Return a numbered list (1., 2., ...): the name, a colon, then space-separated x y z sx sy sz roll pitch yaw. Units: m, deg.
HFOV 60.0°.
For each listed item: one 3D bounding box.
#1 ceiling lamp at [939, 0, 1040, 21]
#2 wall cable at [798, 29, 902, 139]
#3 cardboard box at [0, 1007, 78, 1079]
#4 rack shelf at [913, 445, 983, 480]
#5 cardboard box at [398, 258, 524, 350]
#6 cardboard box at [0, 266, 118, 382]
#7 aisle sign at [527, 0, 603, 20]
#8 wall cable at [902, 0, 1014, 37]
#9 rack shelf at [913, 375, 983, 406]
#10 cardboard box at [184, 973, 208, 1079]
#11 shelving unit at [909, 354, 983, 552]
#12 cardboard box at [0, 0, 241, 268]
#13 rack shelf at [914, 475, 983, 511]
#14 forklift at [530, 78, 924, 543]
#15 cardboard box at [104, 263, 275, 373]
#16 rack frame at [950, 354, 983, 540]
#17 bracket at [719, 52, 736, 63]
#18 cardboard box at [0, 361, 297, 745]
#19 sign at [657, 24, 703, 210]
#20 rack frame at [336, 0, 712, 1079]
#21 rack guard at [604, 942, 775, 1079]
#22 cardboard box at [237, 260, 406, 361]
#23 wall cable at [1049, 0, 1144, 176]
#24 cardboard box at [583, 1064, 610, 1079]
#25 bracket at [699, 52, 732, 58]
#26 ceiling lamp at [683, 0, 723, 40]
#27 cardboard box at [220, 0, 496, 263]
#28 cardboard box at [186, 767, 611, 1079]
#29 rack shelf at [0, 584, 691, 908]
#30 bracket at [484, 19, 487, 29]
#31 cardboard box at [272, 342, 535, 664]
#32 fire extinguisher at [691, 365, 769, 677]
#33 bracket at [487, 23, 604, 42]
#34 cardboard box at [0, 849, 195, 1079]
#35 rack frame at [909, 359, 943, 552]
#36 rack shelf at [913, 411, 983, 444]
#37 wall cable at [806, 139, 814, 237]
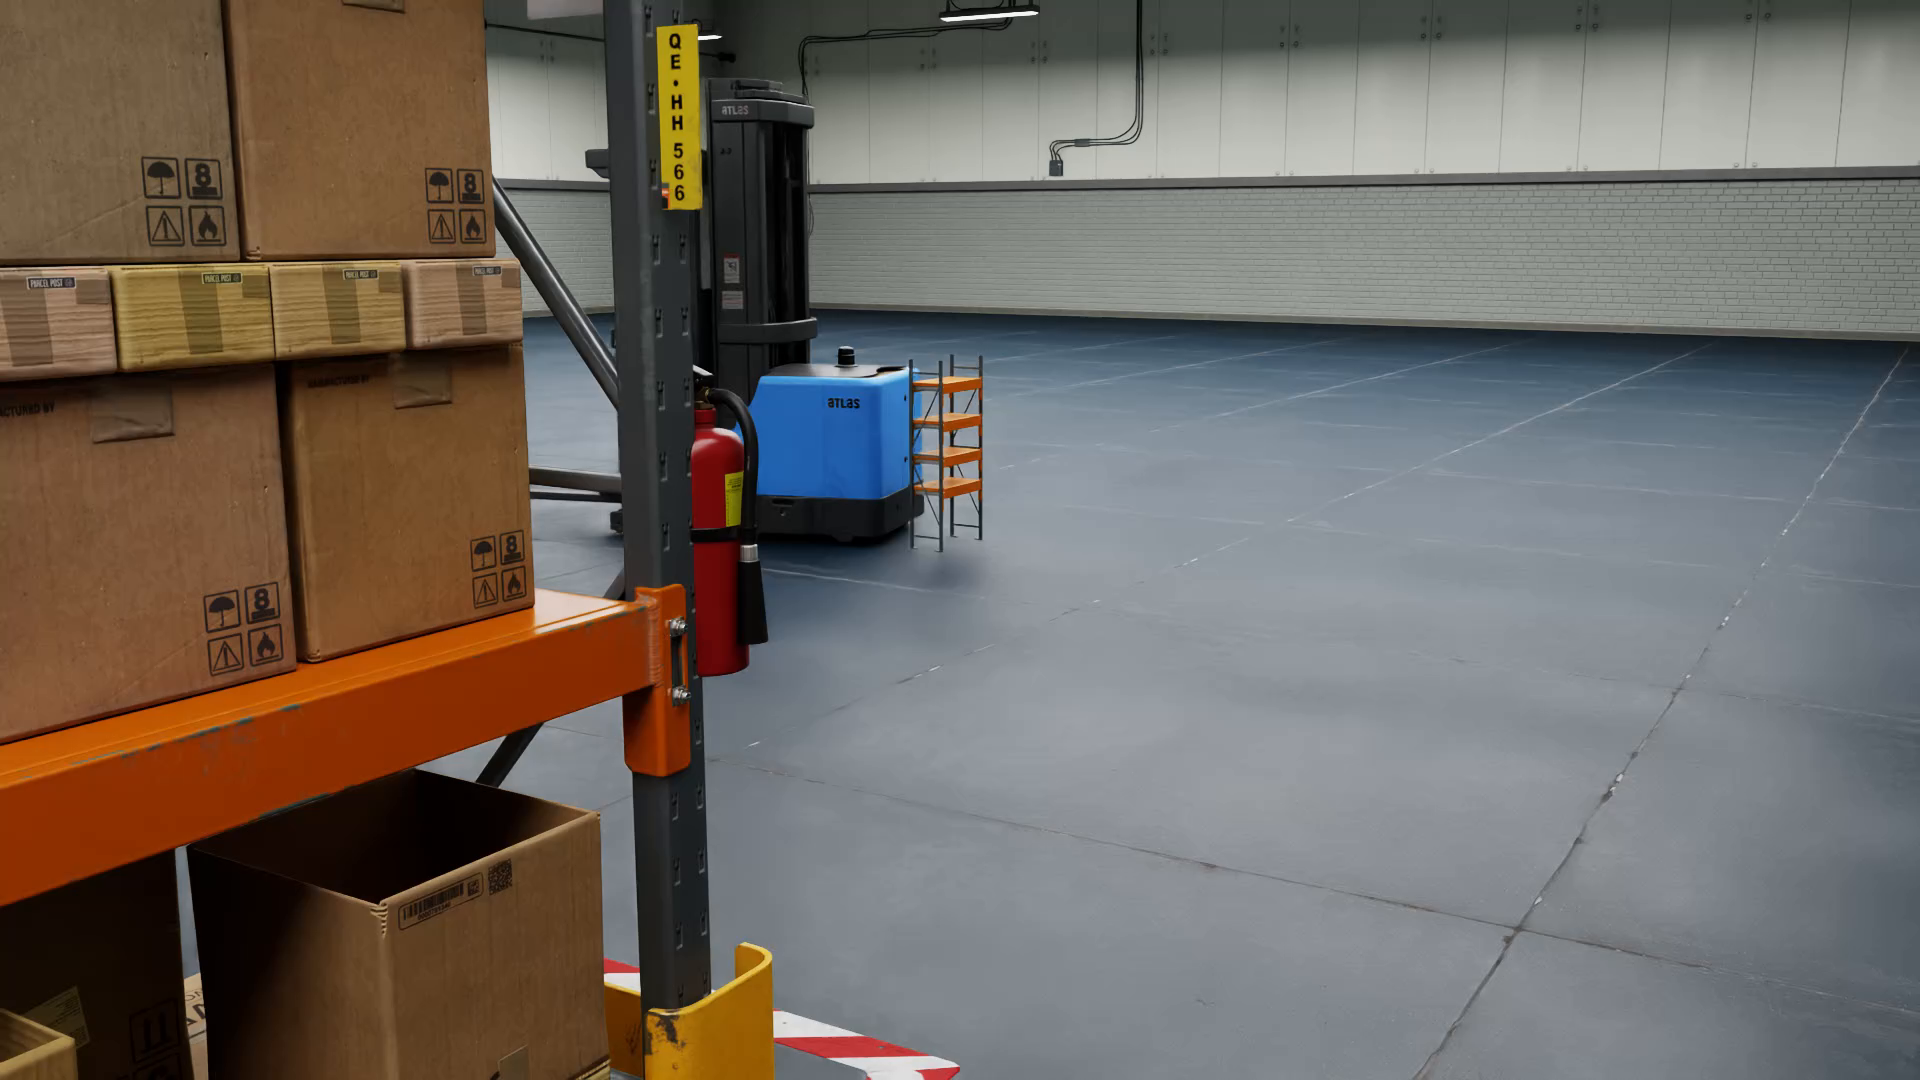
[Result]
1. ceiling lamp: 0.664 -11.250 30.642 2.000 3.185 0.800 6 12 31
2. wall cable: -2.733 -11.183 40.860 3.097 2.526 0.112 6 12 31
3. cardboard box: -1.501 0.911 2.144 0.500 0.500 0.500 6 12 31
4. rack shelf: -0.086 -0.498 10.632 0.258 0.148 0.480 6 12 31
5. cardboard box: -1.006 -0.427 2.962 0.380 0.149 0.250 6 12 30
6. cardboard box: -1.405 -0.306 2.316 0.380 0.149 0.250 7 12 31
7. aisle sign: -0.685 -1.397 3.115 0.394 0.787 0.004 6 12 31
8. wall cable: -0.088 -13.123 38.862 3.097 2.526 0.112 6 12 31
9. rack shelf: -0.086 -0.950 10.547 0.258 0.148 0.480 6 12 31
10. cardboard box: -1.439 1.071 3.326 0.500 0.250 0.500 6 12 31
11. shelving unit: -0.086 -0.564 10.619 0.258 1.200 0.503 6 12 31
12. cardboard box: -1.519 -0.660 2.446 0.700 0.500 0.500 6 12 29
13. rack shelf: -0.086 -0.302 10.668 0.258 0.148 0.480 6 12 31
14. forklift: -1.822 -1.554 11.202 3.031 2.935 1.130 3 11 16
15. cardboard box: -1.273 -0.345 2.526 0.380 0.149 0.250 6 12 30
16. rack frame: 0.041 -0.602 10.824 0.240 1.200 0.015 6 12 31
17. bracket: -5.956 -12.321 42.447 0.235 0.232 0.430 6 12 31
18. cardboard box: -1.492 -0.031 2.611 0.700 0.500 0.500 7 13 32
19. sign: -0.514 -0.769 3.032 0.100 0.325 0.005 6 12 31
20. rack frame: -0.970 -0.137 3.449 1.000 3.000 0.127 6 12 31
21. rack guard: -0.958 1.088 3.699 1.175 0.500 0.348 6 12 31
22. cardboard box: -1.140 -0.385 2.741 0.380 0.149 0.250 7 13 32
23. wall cable: 3.060 -11.247 37.249 2.305 6.003 0.169 6 12 31
24. cardboard box: -0.996 1.121 3.062 0.500 0.250 0.500 6 12 31
25. bracket: -6.262 -12.228 41.951 0.076 0.066 3.189 6 12 31
26. ceiling lamp: -5.652 -11.956 34.413 2.000 3.185 0.800 6 12 31
27. cardboard box: -1.251 -0.743 2.890 0.700 0.500 0.500 6 12 31
28. cardboard box: -0.994 0.752 2.992 0.500 0.500 0.500 6 12 31
29. rack shelf: -2.008 0.531 1.835 1.077 0.370 4.000 6 12 31
30. bracket: -10.301 -11.005 35.416 0.235 0.232 0.430 6 12 31
31. cardboard box: -1.223 -0.114 3.054 0.700 0.500 0.500 6 12 31
32. fire extinguisher: -0.512 -0.073 3.318 0.296 0.674 0.183 6 12 31
33. bracket: -8.955 -11.413 37.594 0.076 0.066 4.783 6 12 31
34. cardboard box: -1.697 0.781 2.836 0.500 0.500 0.500 6 12 31
35. rack frame: -0.213 -0.525 10.414 0.240 1.200 0.015 6 12 31
36. rack shelf: -0.086 -0.717 10.590 0.258 0.148 0.480 6 12 31
37. wall cable: -5.045 -8.959 42.705 3.097 2.526 0.112 6 12 31
